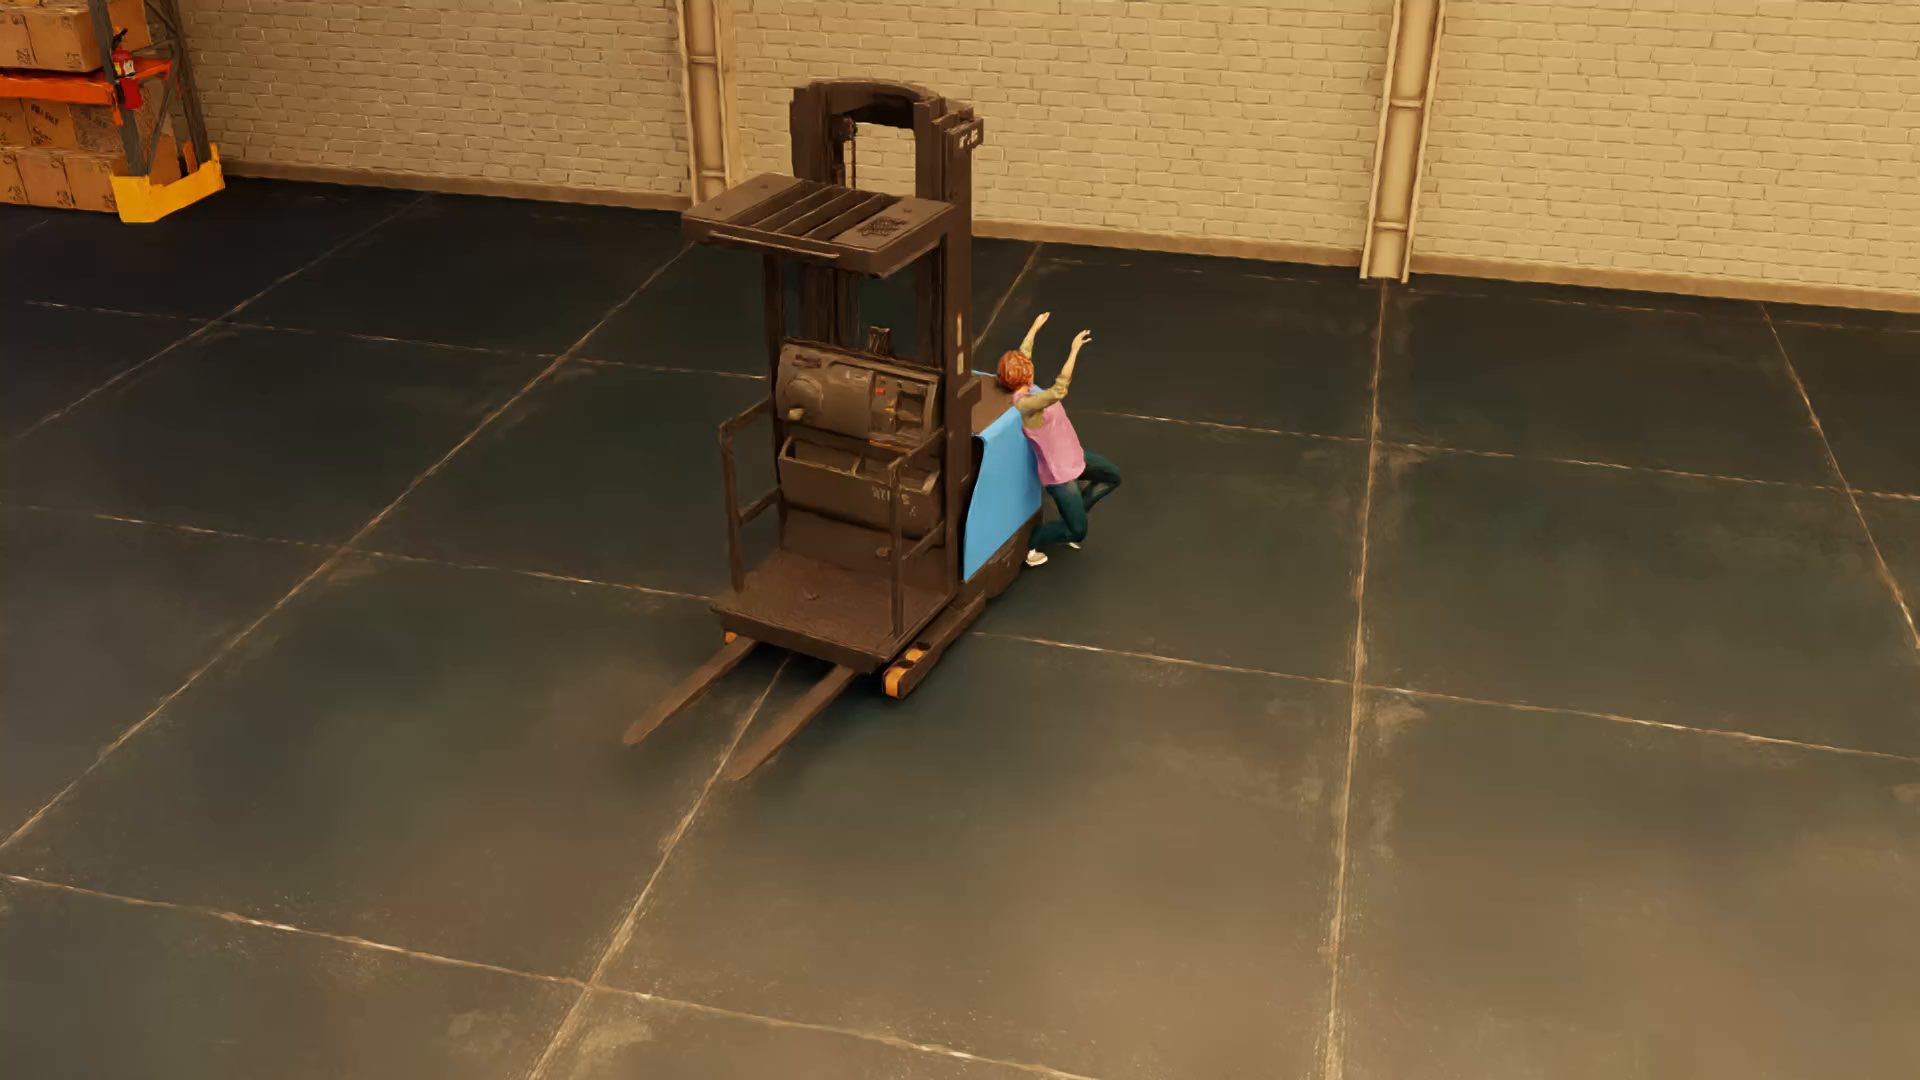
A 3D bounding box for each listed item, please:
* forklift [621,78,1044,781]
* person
[{"bbox_3d":[-0.632,-0.701,8.407,1.130,2.935,3.031,14,33,24],"label":"forklift"},{"bbox_3d":[0.592,-0.617,9.719,0.728,1.508,0.939,3,30,6],"label":"person"}]
